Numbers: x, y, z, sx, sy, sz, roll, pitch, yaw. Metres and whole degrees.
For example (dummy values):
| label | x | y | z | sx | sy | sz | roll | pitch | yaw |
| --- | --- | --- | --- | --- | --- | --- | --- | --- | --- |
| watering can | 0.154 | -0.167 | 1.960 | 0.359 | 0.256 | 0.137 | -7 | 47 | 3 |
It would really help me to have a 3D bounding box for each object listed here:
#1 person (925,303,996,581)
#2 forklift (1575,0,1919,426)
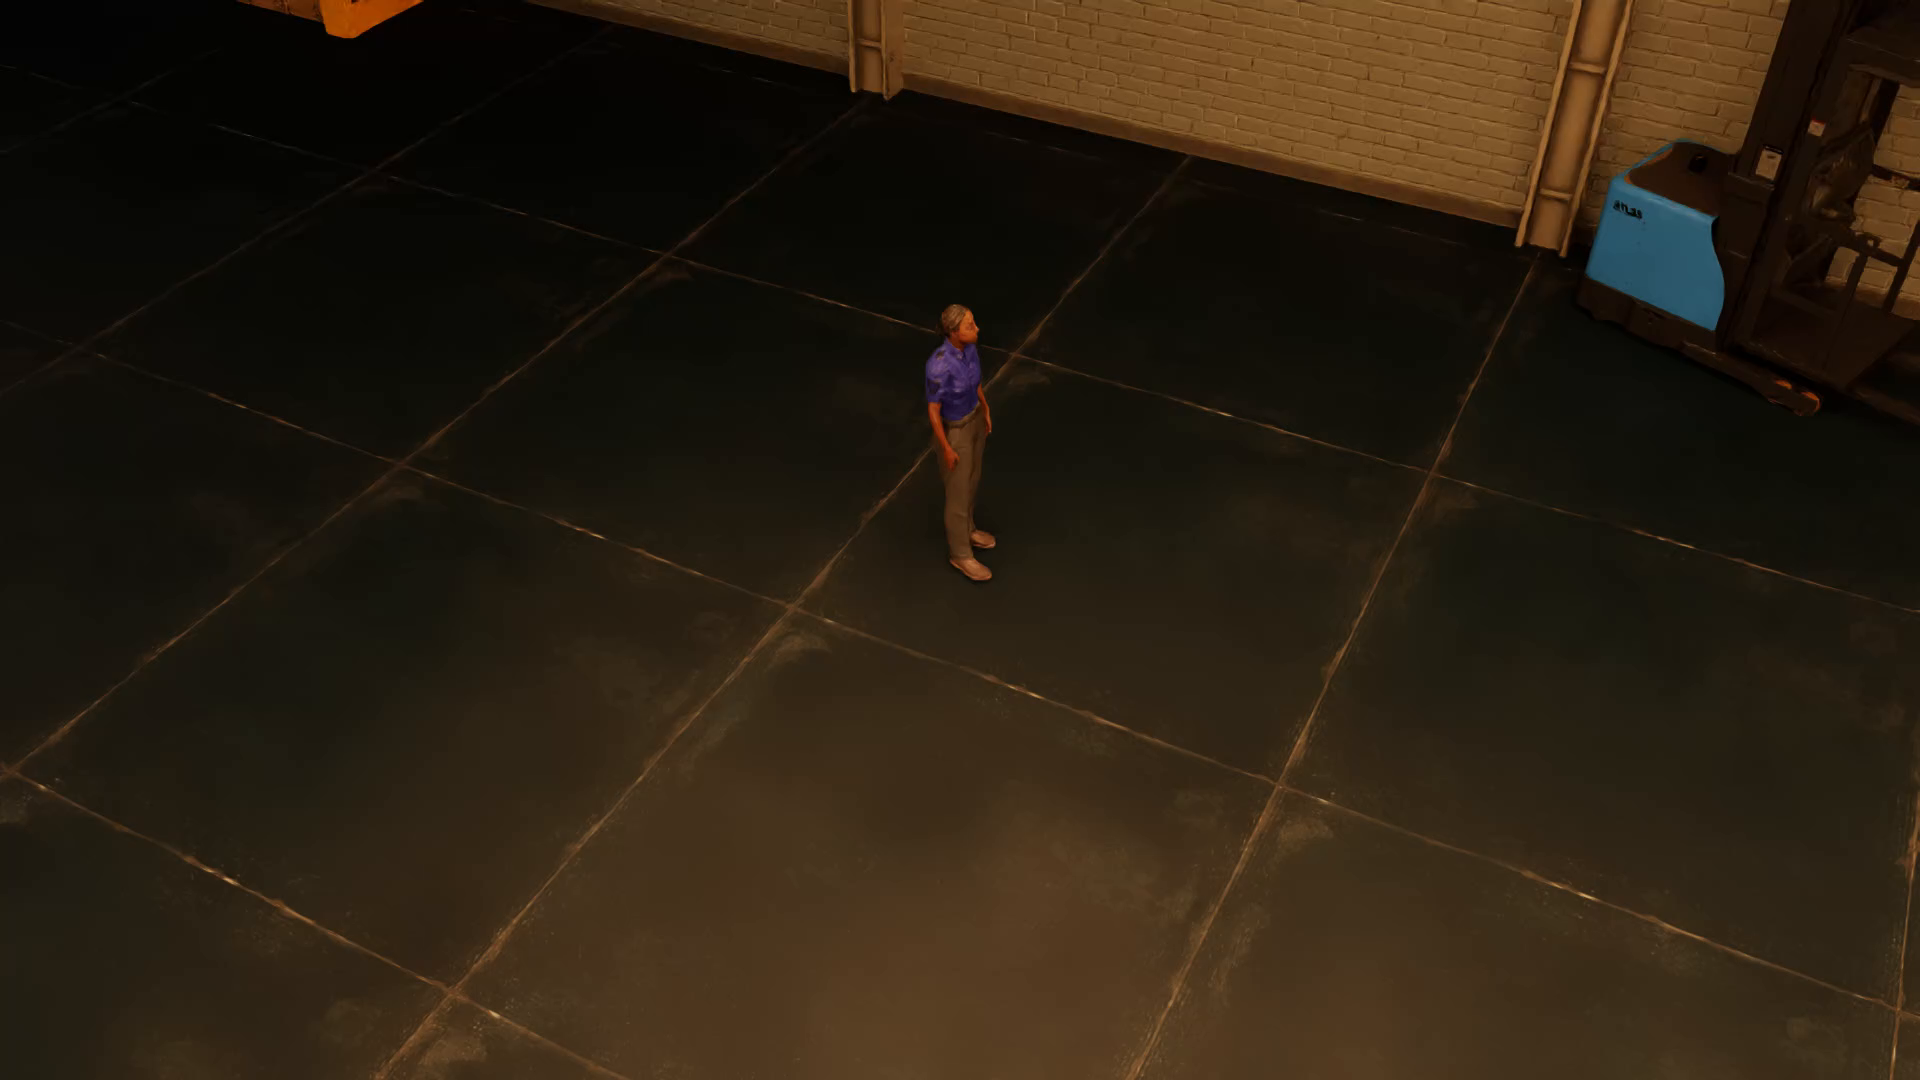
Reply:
| label | x | y | z | sx | sy | sz | roll | pitch | yaw |
| --- | --- | --- | --- | --- | --- | --- | --- | --- | --- |
| person | 0.069 | -0.601 | 9.680 | 0.503 | 1.654 | 0.570 | 18 | 43 | 21 |
| forklift | 5.892 | -2.331 | 10.754 | 1.130 | 2.935 | 3.031 | -31 | 49 | -31 |
